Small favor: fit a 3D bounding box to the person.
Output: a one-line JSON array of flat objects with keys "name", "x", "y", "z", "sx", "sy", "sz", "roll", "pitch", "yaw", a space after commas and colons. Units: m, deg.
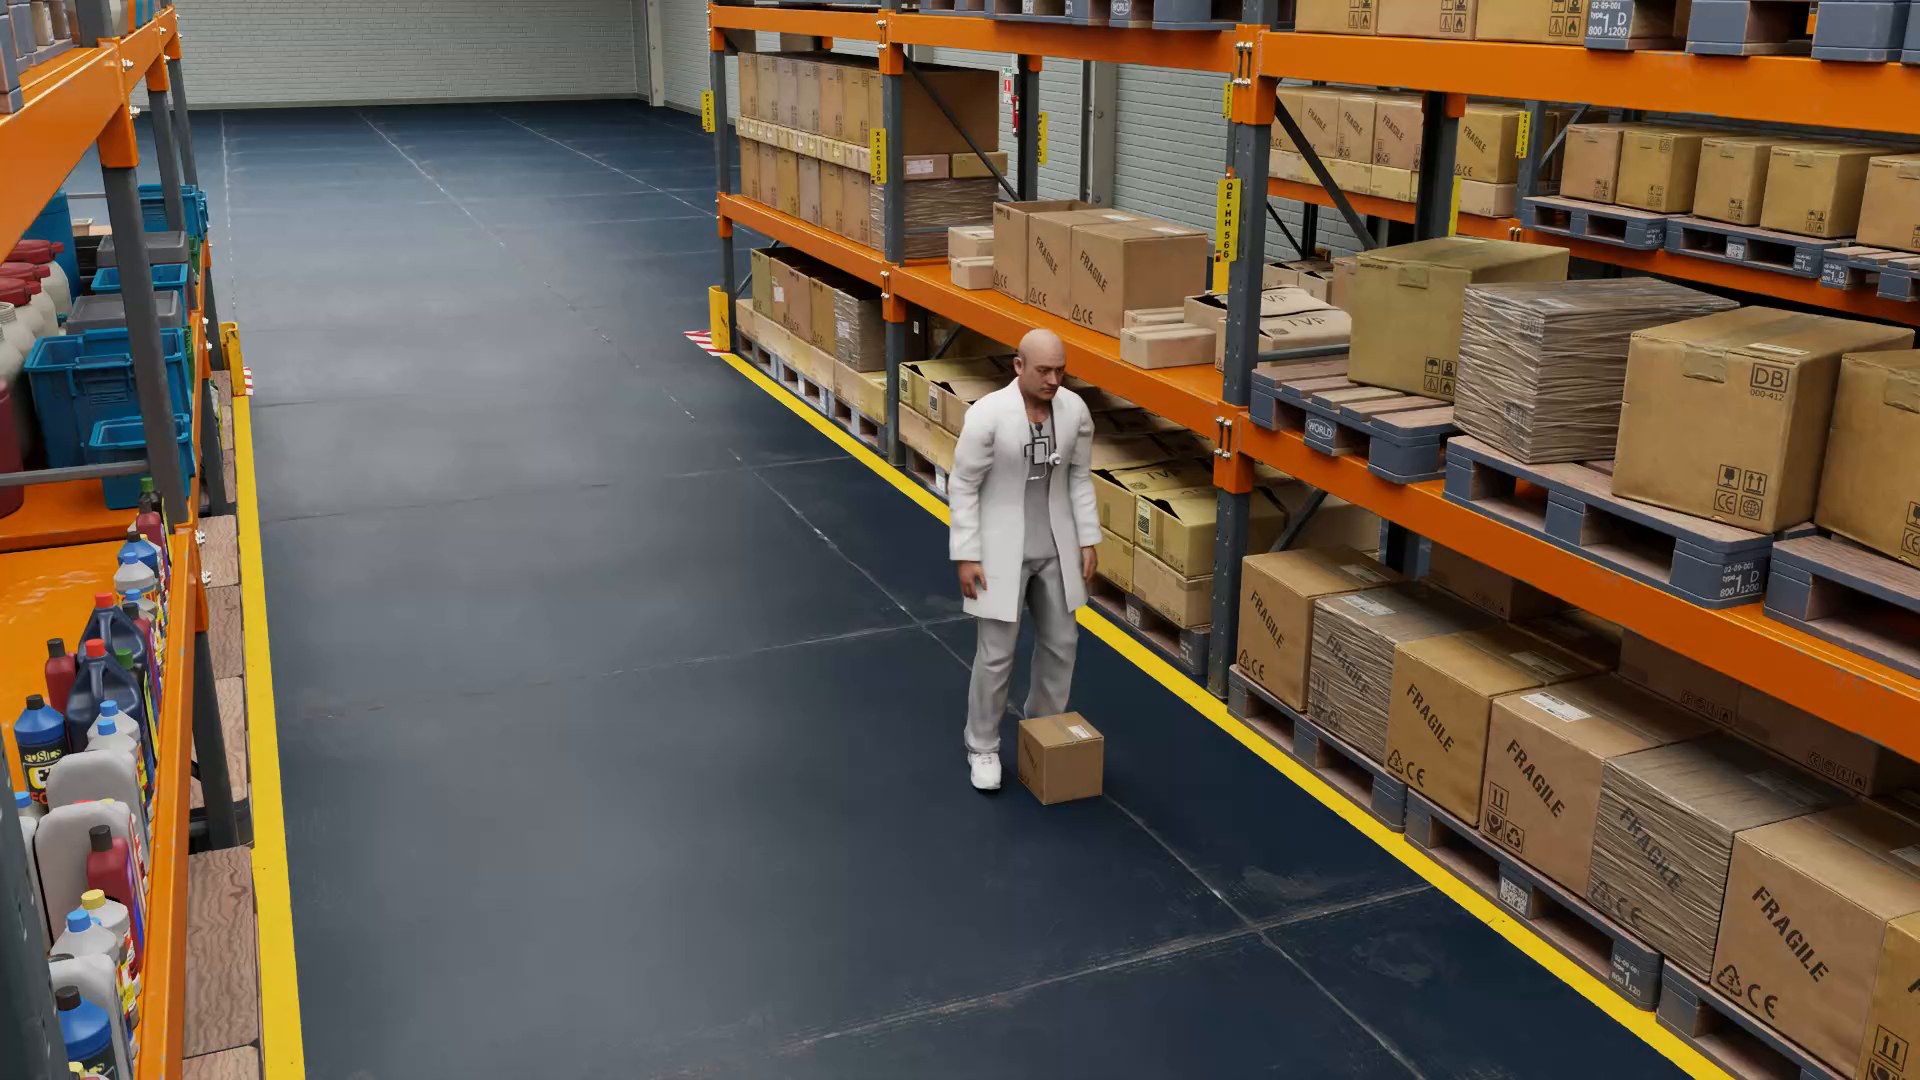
[{"name": "person", "x": 0.258, "y": 0.056, "z": 6.419, "sx": 0.640, "sy": 1.773, "sz": 0.427, "roll": -8, "pitch": 20, "yaw": -23}]
